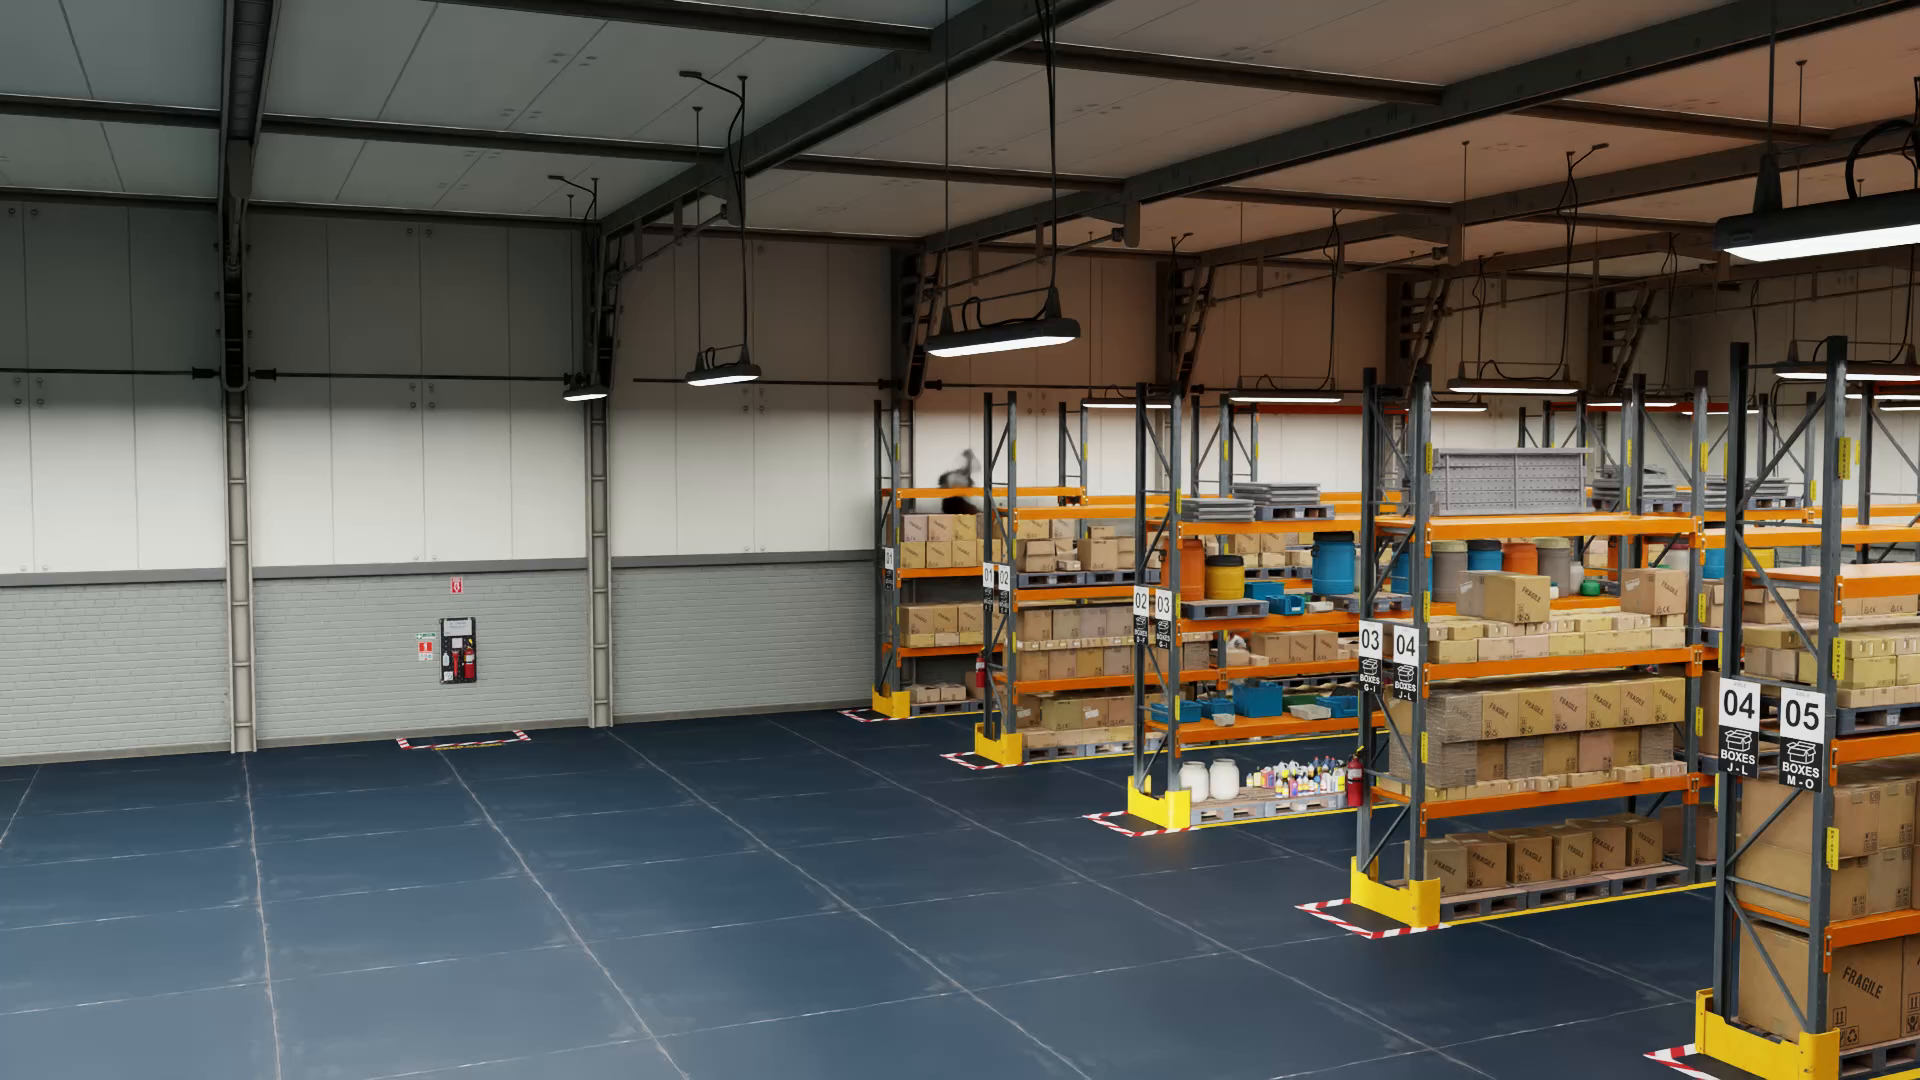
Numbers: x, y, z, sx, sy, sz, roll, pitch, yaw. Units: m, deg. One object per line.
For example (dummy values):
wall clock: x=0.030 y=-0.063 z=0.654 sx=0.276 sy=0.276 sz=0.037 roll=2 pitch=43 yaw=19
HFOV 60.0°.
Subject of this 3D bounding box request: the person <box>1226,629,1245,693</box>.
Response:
person: x=5.193 y=2.408 z=31.494 sx=0.993 sy=1.769 sz=0.661 roll=-2 pitch=4 yaw=-32
